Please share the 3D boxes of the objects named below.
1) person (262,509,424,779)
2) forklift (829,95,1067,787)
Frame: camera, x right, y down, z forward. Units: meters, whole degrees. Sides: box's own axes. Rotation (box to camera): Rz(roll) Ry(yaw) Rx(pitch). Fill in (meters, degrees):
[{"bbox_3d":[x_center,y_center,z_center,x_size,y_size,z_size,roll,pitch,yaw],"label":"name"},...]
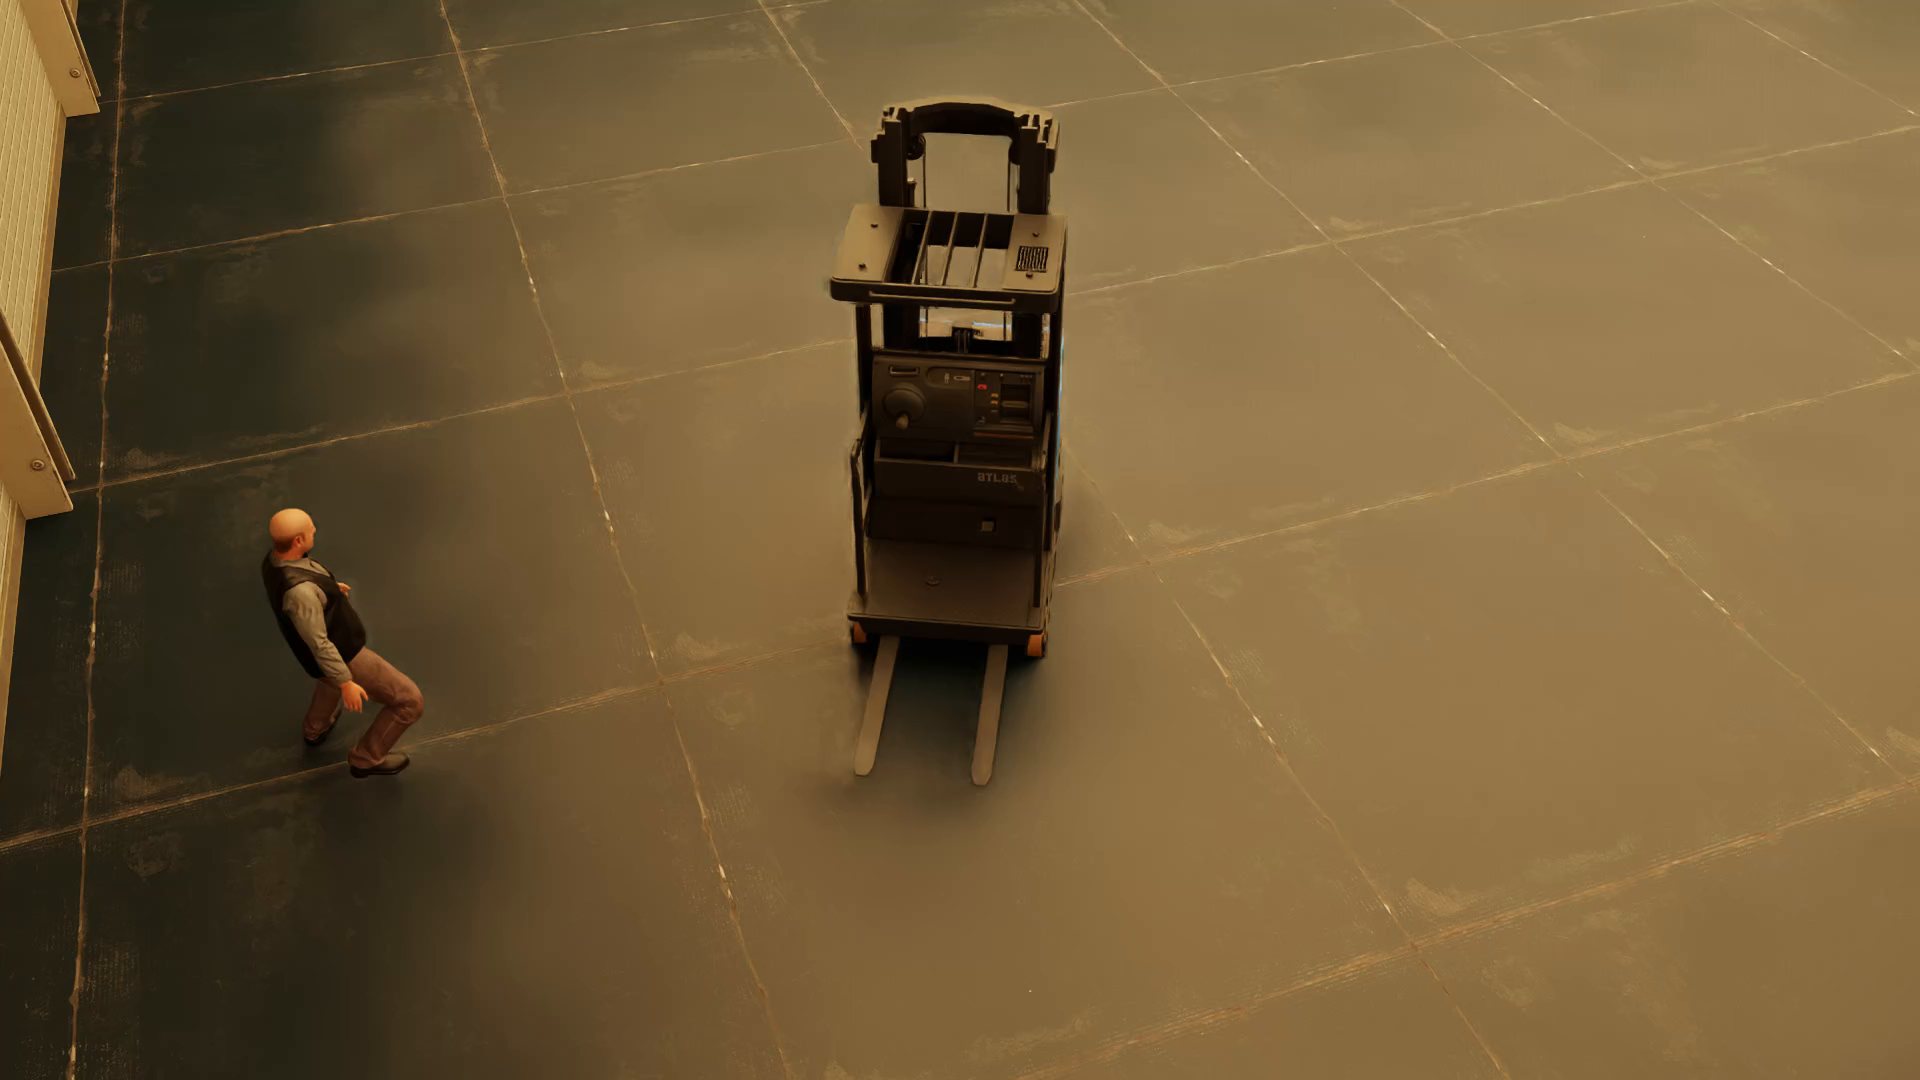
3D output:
[{"bbox_3d":[-3.163,0.508,8.435,0.594,1.613,0.915,-20,44,-23],"label":"person"},{"bbox_3d":[-0.034,-0.694,8.823,1.130,2.935,3.031,4,40,5],"label":"forklift"}]
